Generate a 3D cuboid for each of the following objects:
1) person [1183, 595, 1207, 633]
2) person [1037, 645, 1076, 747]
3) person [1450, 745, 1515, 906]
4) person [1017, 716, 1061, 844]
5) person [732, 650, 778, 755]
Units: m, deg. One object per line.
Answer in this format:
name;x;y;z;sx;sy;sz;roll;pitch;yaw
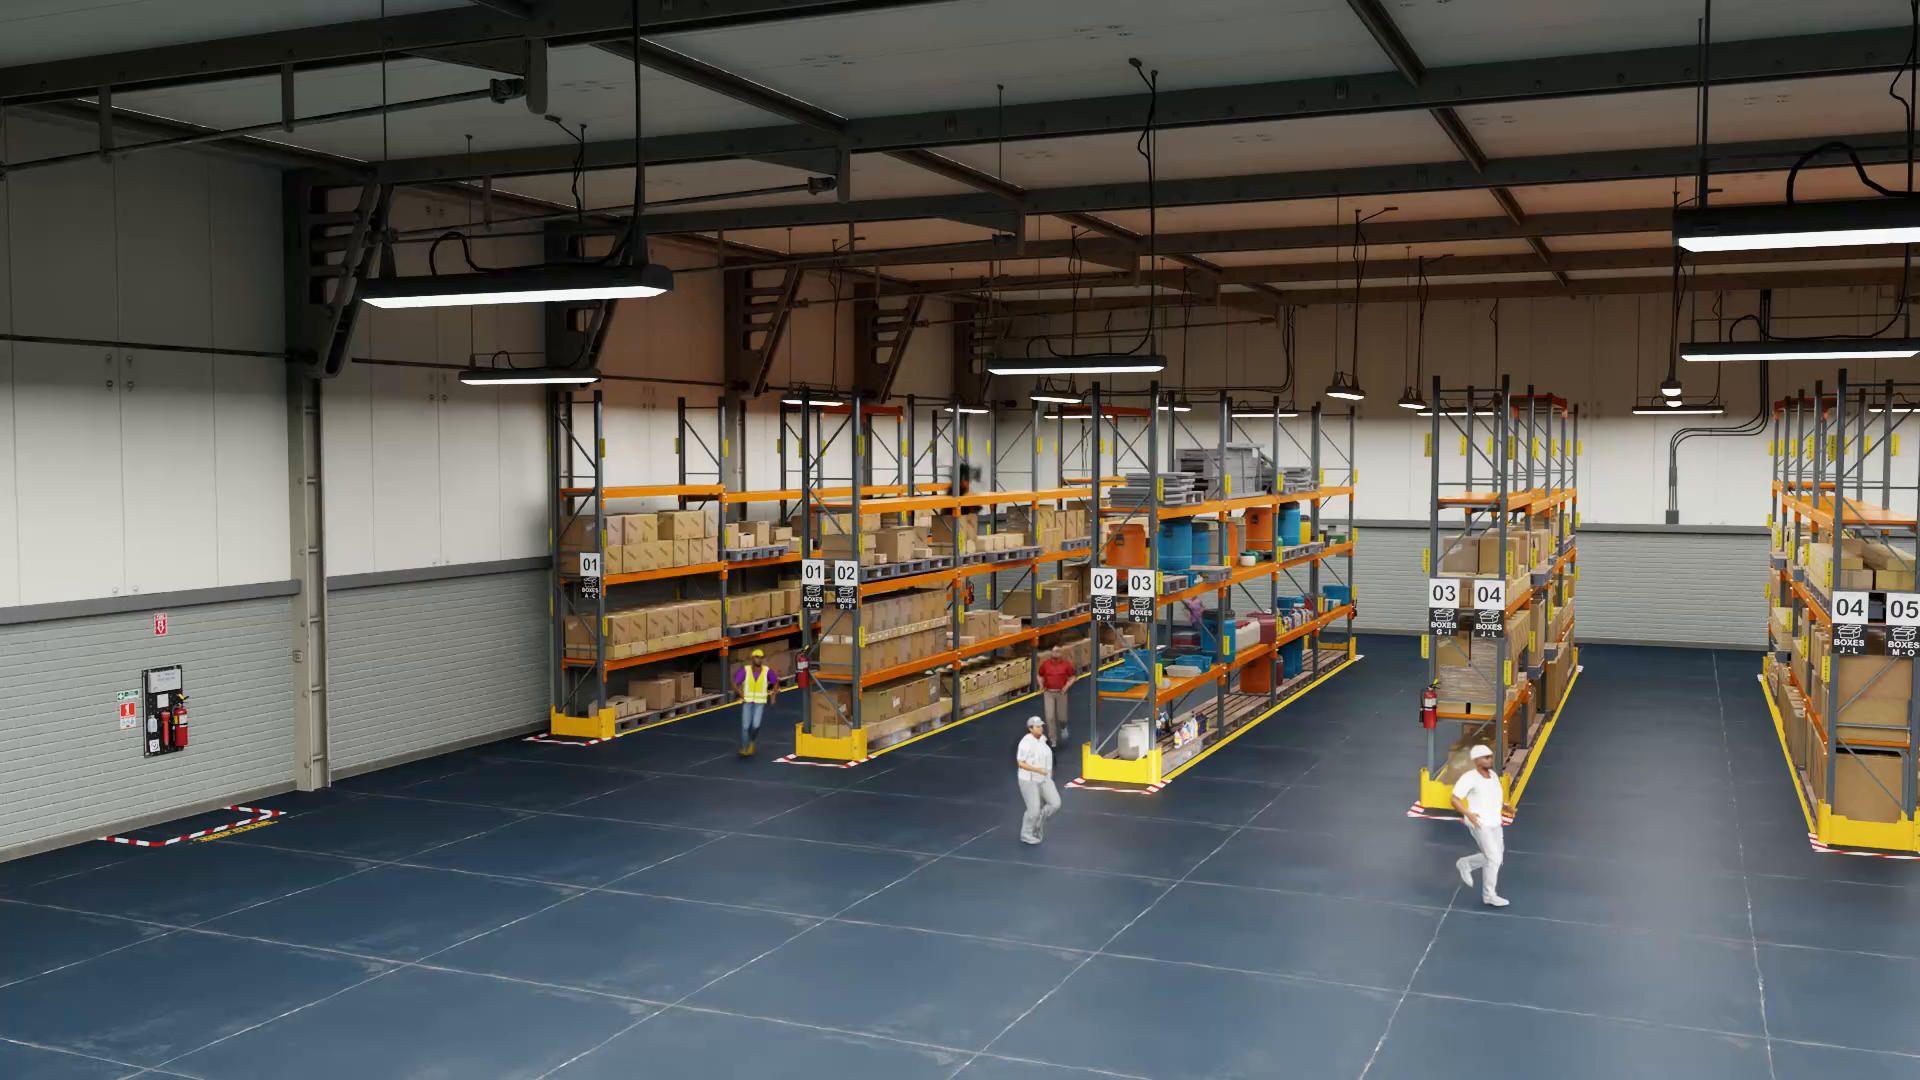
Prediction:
person;5.731;1.996;40.446;0.575;1.548;0.847;0;3;3
person;1.607;2.603;27.879;0.666;1.674;0.674;1;3;10
person;5.752;3.124;18.361;0.709;1.729;0.770;-2;4;-35
person;0.993;3.024;20.927;0.579;1.623;0.575;-3;4;-42
person;-3.327;2.638;26.990;0.754;1.720;0.577;0;3;-6
